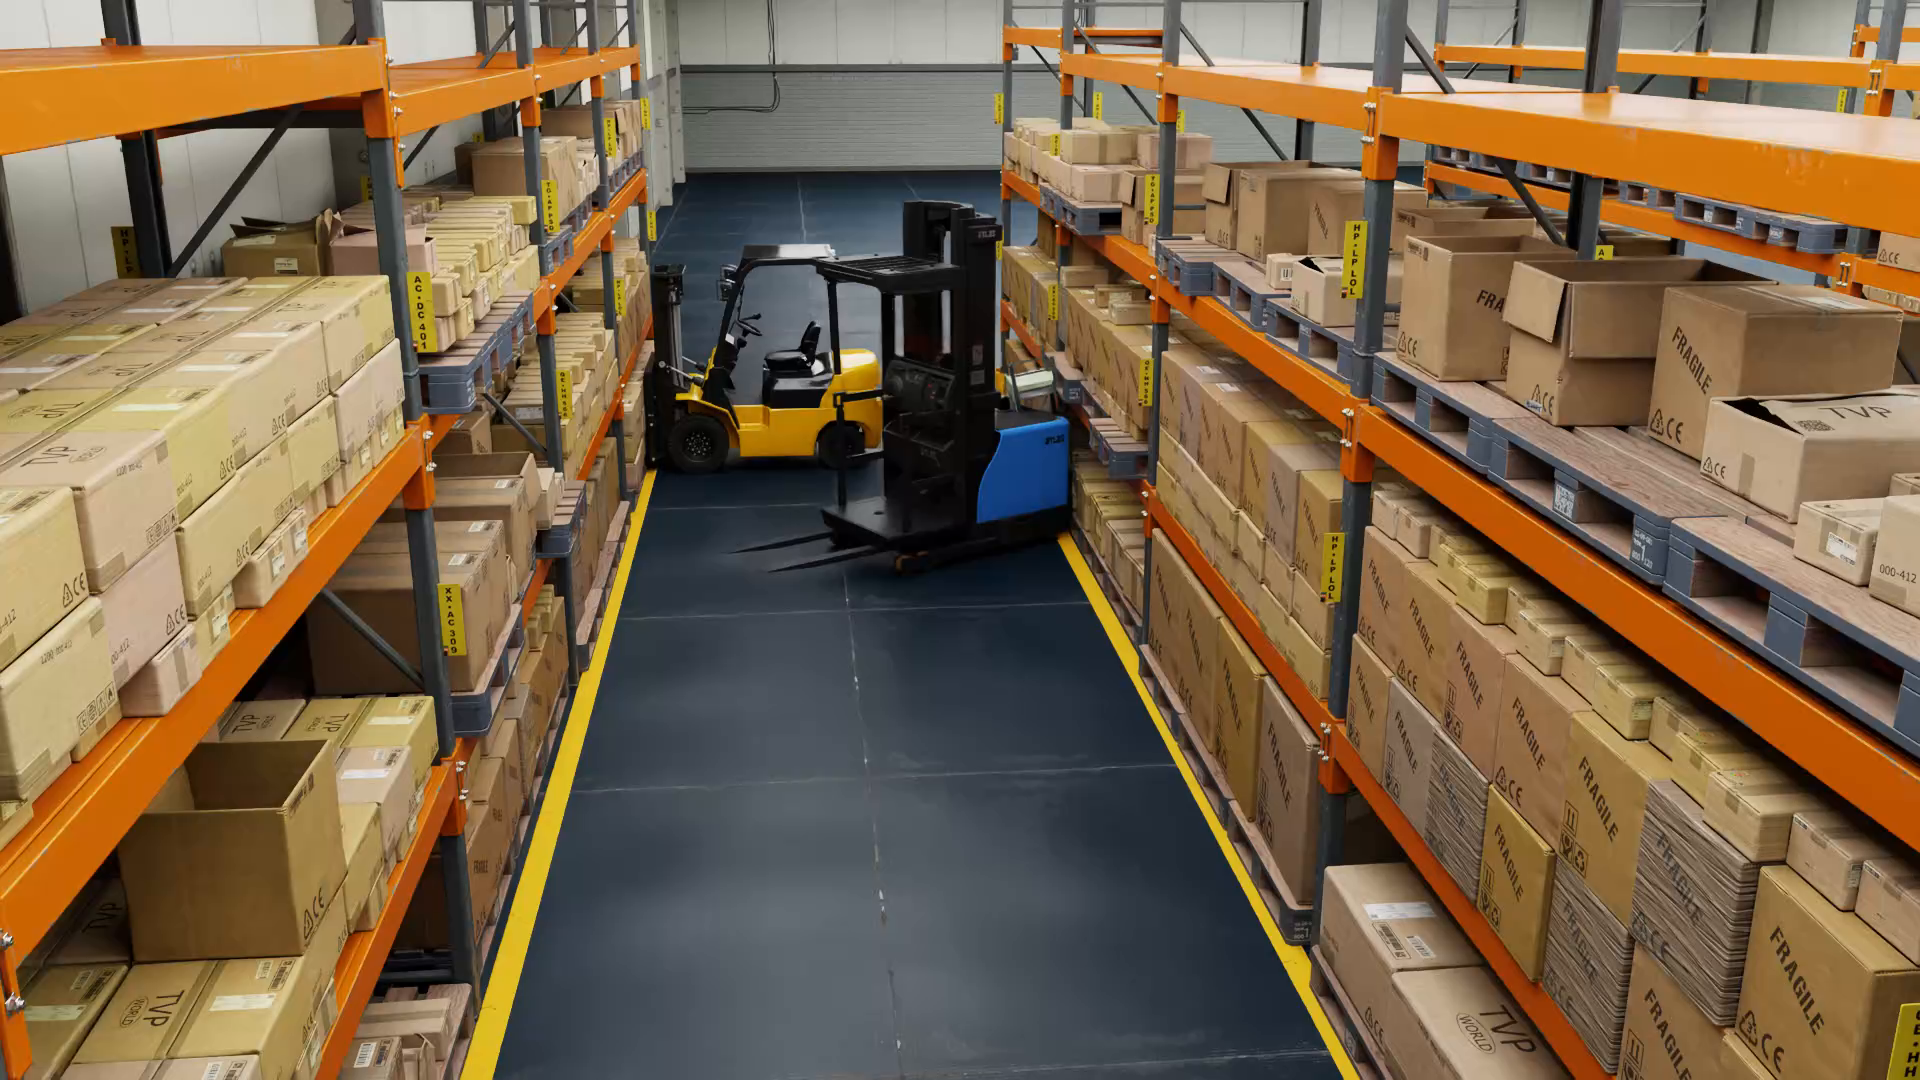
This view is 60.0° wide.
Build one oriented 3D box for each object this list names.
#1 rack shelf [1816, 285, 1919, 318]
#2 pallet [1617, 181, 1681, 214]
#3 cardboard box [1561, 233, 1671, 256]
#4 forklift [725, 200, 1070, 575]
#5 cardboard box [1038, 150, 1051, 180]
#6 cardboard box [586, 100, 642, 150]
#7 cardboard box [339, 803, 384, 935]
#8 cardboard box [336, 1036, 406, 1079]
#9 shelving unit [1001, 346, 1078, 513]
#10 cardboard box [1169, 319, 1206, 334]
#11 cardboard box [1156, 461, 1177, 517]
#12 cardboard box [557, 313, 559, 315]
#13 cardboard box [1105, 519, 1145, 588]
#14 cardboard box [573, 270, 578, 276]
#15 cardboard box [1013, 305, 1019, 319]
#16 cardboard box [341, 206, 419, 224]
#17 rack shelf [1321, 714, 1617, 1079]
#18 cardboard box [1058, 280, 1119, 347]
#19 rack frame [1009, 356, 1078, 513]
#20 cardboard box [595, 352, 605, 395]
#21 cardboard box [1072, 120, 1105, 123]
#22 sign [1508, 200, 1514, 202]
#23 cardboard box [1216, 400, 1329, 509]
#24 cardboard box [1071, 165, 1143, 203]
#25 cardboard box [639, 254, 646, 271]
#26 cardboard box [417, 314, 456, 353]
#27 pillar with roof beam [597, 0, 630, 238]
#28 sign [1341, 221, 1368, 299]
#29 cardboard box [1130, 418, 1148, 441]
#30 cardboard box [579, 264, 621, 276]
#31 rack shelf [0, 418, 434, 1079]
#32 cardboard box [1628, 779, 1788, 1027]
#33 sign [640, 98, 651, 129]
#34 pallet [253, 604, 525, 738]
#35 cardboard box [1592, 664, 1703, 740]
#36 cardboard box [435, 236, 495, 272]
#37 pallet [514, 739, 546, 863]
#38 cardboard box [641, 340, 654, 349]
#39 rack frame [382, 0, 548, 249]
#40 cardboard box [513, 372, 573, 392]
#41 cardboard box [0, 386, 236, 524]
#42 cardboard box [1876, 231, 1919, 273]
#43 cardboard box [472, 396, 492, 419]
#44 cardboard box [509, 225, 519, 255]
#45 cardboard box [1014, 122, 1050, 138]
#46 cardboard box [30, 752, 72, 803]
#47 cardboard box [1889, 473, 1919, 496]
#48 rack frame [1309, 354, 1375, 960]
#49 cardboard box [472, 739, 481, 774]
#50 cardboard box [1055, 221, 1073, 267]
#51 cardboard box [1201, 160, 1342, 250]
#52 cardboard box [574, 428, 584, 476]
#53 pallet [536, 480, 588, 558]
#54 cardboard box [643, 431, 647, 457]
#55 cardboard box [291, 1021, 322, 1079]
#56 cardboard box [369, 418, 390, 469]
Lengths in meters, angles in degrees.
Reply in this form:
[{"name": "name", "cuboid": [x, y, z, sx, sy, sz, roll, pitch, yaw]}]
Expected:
[{"name": "rack shelf", "cuboid": [11.041, -2.322, 18.267, 1.077, 0.370, 4.000, -2, 18, -6]}, {"name": "pallet", "cuboid": [6.447, -3.015, 14.584, 0.805, 0.209, 1.217, -2, 18, -8]}, {"name": "cardboard box", "cuboid": [6.299, -2.644, 16.039, 0.875, 0.550, 0.550, -2, 18, -6]}, {"name": "forklift", "cuboid": [-0.517, -1.284, 13.875, 3.031, 2.935, 1.130, -12, 21, -34]}, {"name": "cardboard box", "cuboid": [1.024, -3.539, 15.687, 0.500, 0.250, 0.500, -2, 18, -7]}, {"name": "cardboard box", "cuboid": [-3.671, -4.403, 17.652, 0.500, 0.500, 0.500, -1, 17, -4]}, {"name": "cardboard box", "cuboid": [-2.322, 1.146, 5.773, 0.500, 0.250, 0.500, -2, 18, -6]}, {"name": "cardboard box", "cuboid": [-2.434, 2.208, 6.108, 0.700, 0.500, 0.500, -2, 18, -8]}, {"name": "shelving unit", "cuboid": [0.745, -0.932, 14.991, 0.431, 1.500, 0.755, -12, 14, -1]}, {"name": "cardboard box", "cuboid": [1.864, -1.416, 12.815, 0.500, 0.500, 0.500, -1, 17, -5]}, {"name": "cardboard box", "cuboid": [1.603, -0.347, 11.024, 0.500, 0.250, 0.500, -2, 18, -7]}, {"name": "cardboard box", "cuboid": [-3.862, -1.782, 15.179, 0.500, 0.500, 0.500, -2, 18, -6]}, {"name": "cardboard box", "cuboid": [1.670, 0.093, 13.058, 0.950, 0.372, 0.625, -2, 18, -7]}, {"name": "cardboard box", "cuboid": [-3.975, -2.653, 16.373, 0.380, 0.149, 0.250, -1, 17, -4]}, {"name": "cardboard box", "cuboid": [0.774, -2.494, 18.034, 0.380, 0.149, 0.250, -2, 17, -5]}, {"name": "cardboard box", "cuboid": [-3.347, -1.841, 9.614, 0.380, 0.149, 0.250, -2, 18, -6]}, {"name": "rack shelf", "cuboid": [2.421, 1.559, 5.904, 1.077, 0.370, 4.000, -2, 18, -6]}, {"name": "cardboard box", "cuboid": [1.153, -2.005, 14.691, 0.500, 0.500, 0.500, -1, 17, -4]}, {"name": "rack frame", "cuboid": [0.768, -0.846, 14.636, 0.400, 1.500, 0.023, -12, 14, -1]}, {"name": "cardboard box", "cuboid": [-3.135, -1.332, 13.328, 0.500, 0.250, 0.500, -1, 17, -5]}, {"name": "cardboard box", "cuboid": [1.339, -4.402, 17.771, 0.380, 0.149, 0.250, -2, 18, -6]}, {"name": "sign", "cuboid": [6.432, -3.816, 19.497, 0.100, 0.325, 0.005, -2, 18, -6]}, {"name": "cardboard box", "cuboid": [1.758, -0.489, 9.392, 0.500, 0.500, 0.500, -1, 17, -5]}, {"name": "cardboard box", "cuboid": [1.179, -2.837, 13.246, 0.500, 0.250, 0.500, -2, 18, -6]}, {"name": "cardboard box", "cuboid": [-3.589, -2.988, 17.937, 0.380, 0.149, 0.250, -1, 17, -5]}, {"name": "cardboard box", "cuboid": [-2.357, -0.886, 7.036, 0.380, 0.149, 0.250, -2, 17, -5]}, {"name": "pillar with roof beam", "cuboid": [-1.740, -9.136, 28.754, 9.100, 9.000, 0.400, -2, 18, -6]}, {"name": "sign", "cuboid": [1.676, -1.188, 7.058, 0.100, 0.325, 0.005, -2, 18, -6]}, {"name": "cardboard box", "cuboid": [1.435, -0.820, 12.000, 0.380, 0.149, 0.250, -2, 17, -5]}, {"name": "cardboard box", "cuboid": [-3.496, -2.594, 16.184, 0.380, 0.149, 0.250, -2, 18, -6]}, {"name": "rack shelf", "cuboid": [-2.515, 0.282, 4.963, 1.077, 0.370, 4.000, -2, 18, -6]}, {"name": "cardboard box", "cuboid": [2.258, 0.996, 4.661, 0.500, 0.500, 0.500, -2, 18, -5]}, {"name": "sign", "cuboid": [-3.418, -4.629, 18.061, 0.100, 0.325, 0.005, -2, 18, -6]}, {"name": "pallet", "cuboid": [-2.695, 0.625, 8.000, 1.003, 0.211, 1.213, -2, 18, -6]}, {"name": "cardboard box", "cuboid": [2.205, 0.498, 5.163, 0.380, 0.149, 0.250, -1, 17, -4]}, {"name": "cardboard box", "cuboid": [-2.517, -1.411, 8.211, 0.380, 0.149, 0.250, -2, 18, -5]}, {"name": "pallet", "cuboid": [-2.972, 1.499, 9.549, 1.003, 0.211, 1.213, -2, 18, -6]}, {"name": "cardboard box", "cuboid": [-3.602, -2.039, 18.383, 0.500, 0.250, 0.500, -1, 17, -4]}, {"name": "rack frame", "cuboid": [-3.134, -3.280, 10.100, 1.000, 3.000, 0.127, -2, 18, -6]}, {"name": "cardboard box", "cuboid": [-2.994, -1.111, 11.959, 0.380, 0.149, 0.250, -2, 17, -5]}, {"name": "cardboard box", "cuboid": [-2.204, -0.215, 4.266, 0.500, 0.250, 0.500, -2, 18, -6]}, {"name": "cardboard box", "cuboid": [6.510, -2.055, 11.041, 0.500, 0.500, 0.500, -2, 18, -6]}, {"name": "cardboard box", "cuboid": [-3.369, -0.865, 11.175, 0.380, 0.149, 0.250, -1, 17, -4]}, {"name": "cardboard box", "cuboid": [-2.851, -1.791, 9.951, 0.380, 0.149, 0.250, -2, 18, -7]}, {"name": "cardboard box", "cuboid": [0.769, -4.307, 17.468, 0.380, 0.149, 0.250, -2, 18, -6]}, {"name": "cardboard box", "cuboid": [-2.164, 0.475, 3.566, 0.380, 0.149, 0.250, -1, 17, -5]}, {"name": "cardboard box", "cuboid": [2.744, -0.079, 4.464, 0.380, 0.149, 0.250, -1, 17, -4]}, {"name": "rack frame", "cuboid": [2.215, 0.620, 7.694, 1.000, 3.000, 0.127, -2, 18, -6]}, {"name": "cardboard box", "cuboid": [-2.679, 1.105, 8.540, 0.380, 0.149, 0.250, -2, 18, -7]}, {"name": "cardboard box", "cuboid": [1.360, -3.024, 16.968, 0.700, 0.500, 0.500, -2, 18, -6]}, {"name": "cardboard box", "cuboid": [1.992, -2.145, 10.620, 0.797, 0.503, 0.637, -3, 18, -9]}, {"name": "cardboard box", "cuboid": [-2.984, -0.635, 11.944, 0.500, 0.250, 0.500, -2, 18, -7]}, {"name": "pallet", "cuboid": [-2.994, -0.126, 10.391, 1.213, 0.211, 1.003, -2, 18, -6]}, {"name": "cardboard box", "cuboid": [-3.404, -0.955, 16.601, 0.500, 0.250, 0.500, -1, 17, -5]}, {"name": "cardboard box", "cuboid": [-2.153, 1.594, 5.011, 0.380, 0.149, 0.250, -2, 18, -7]}, {"name": "cardboard box", "cuboid": [-2.369, -0.366, 6.246, 0.380, 0.149, 0.250, -2, 18, -6]}]
